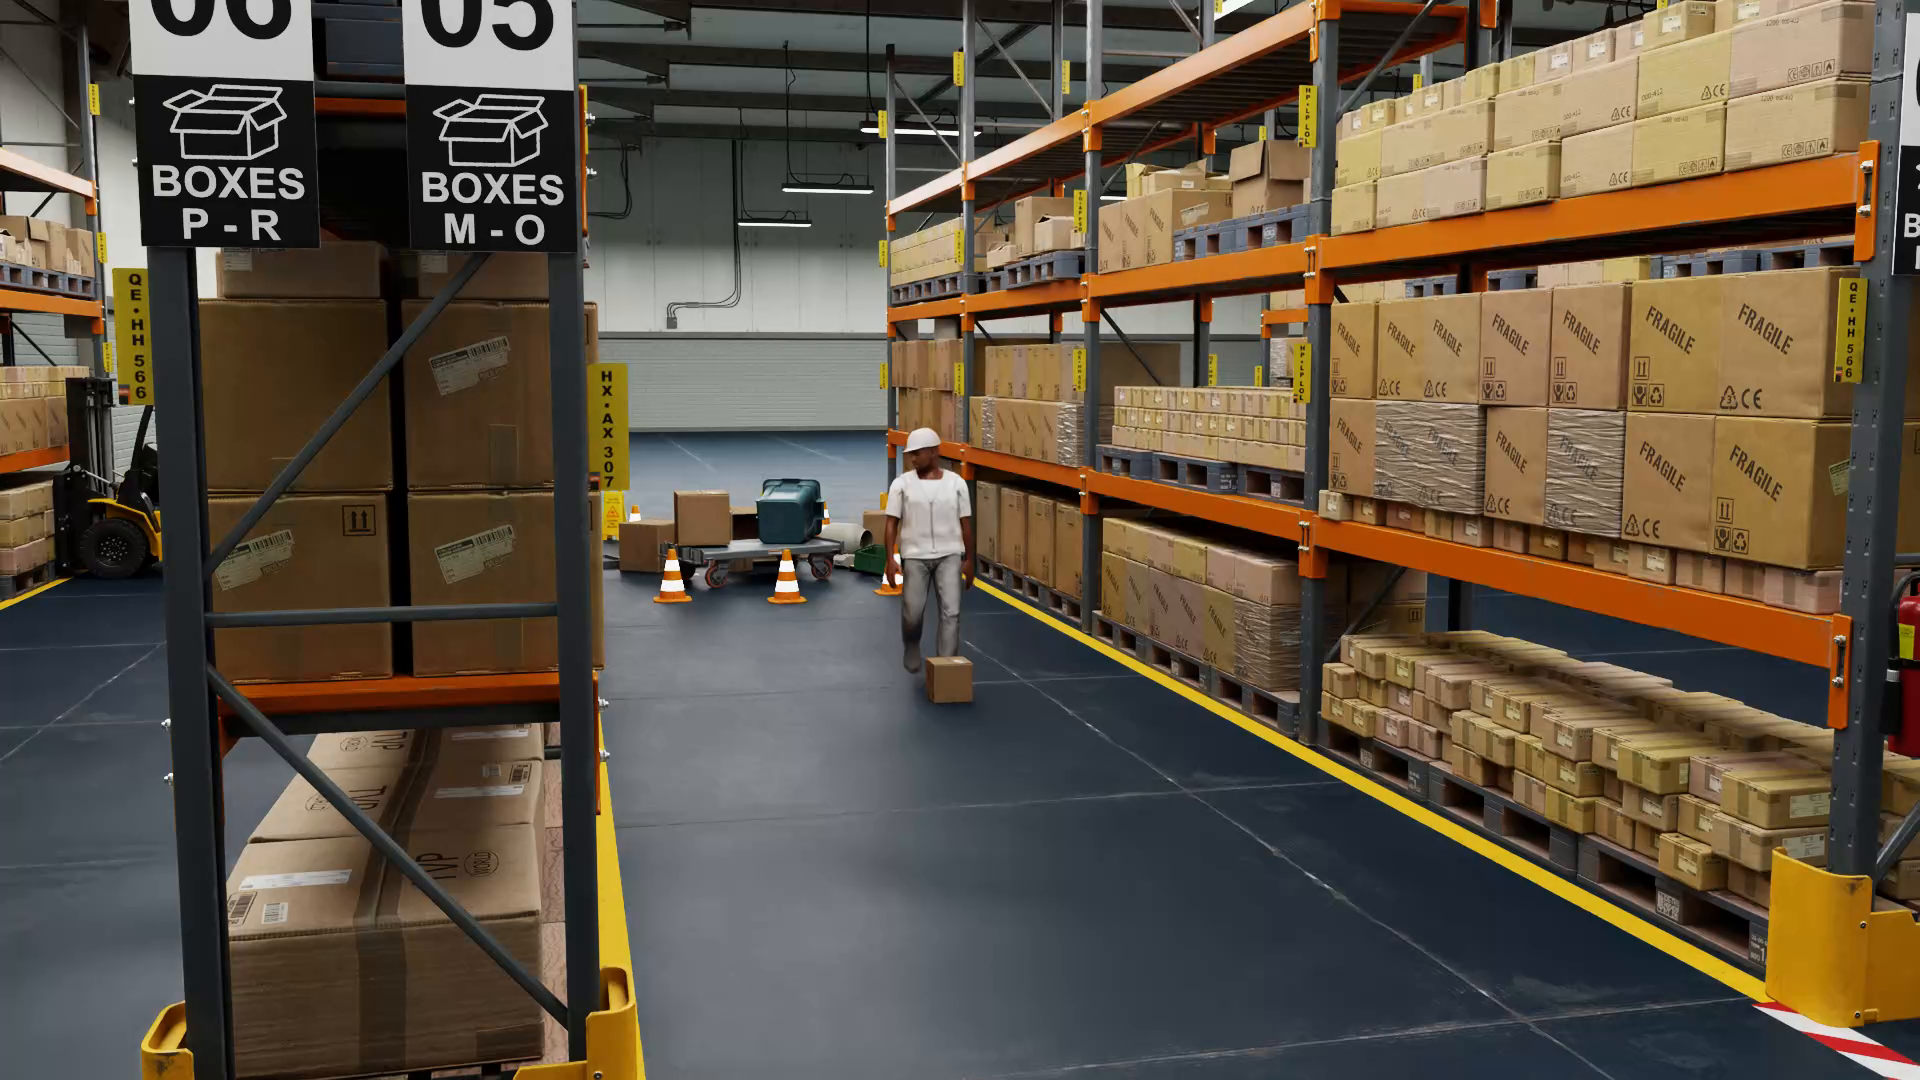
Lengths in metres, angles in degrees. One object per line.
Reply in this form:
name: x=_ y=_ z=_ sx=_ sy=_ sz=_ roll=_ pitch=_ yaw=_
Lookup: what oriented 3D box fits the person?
person: x=-0.160 y=0.113 z=10.993 sx=0.588 sy=1.727 sz=0.437 roll=-1 pitch=6 yaw=-12
